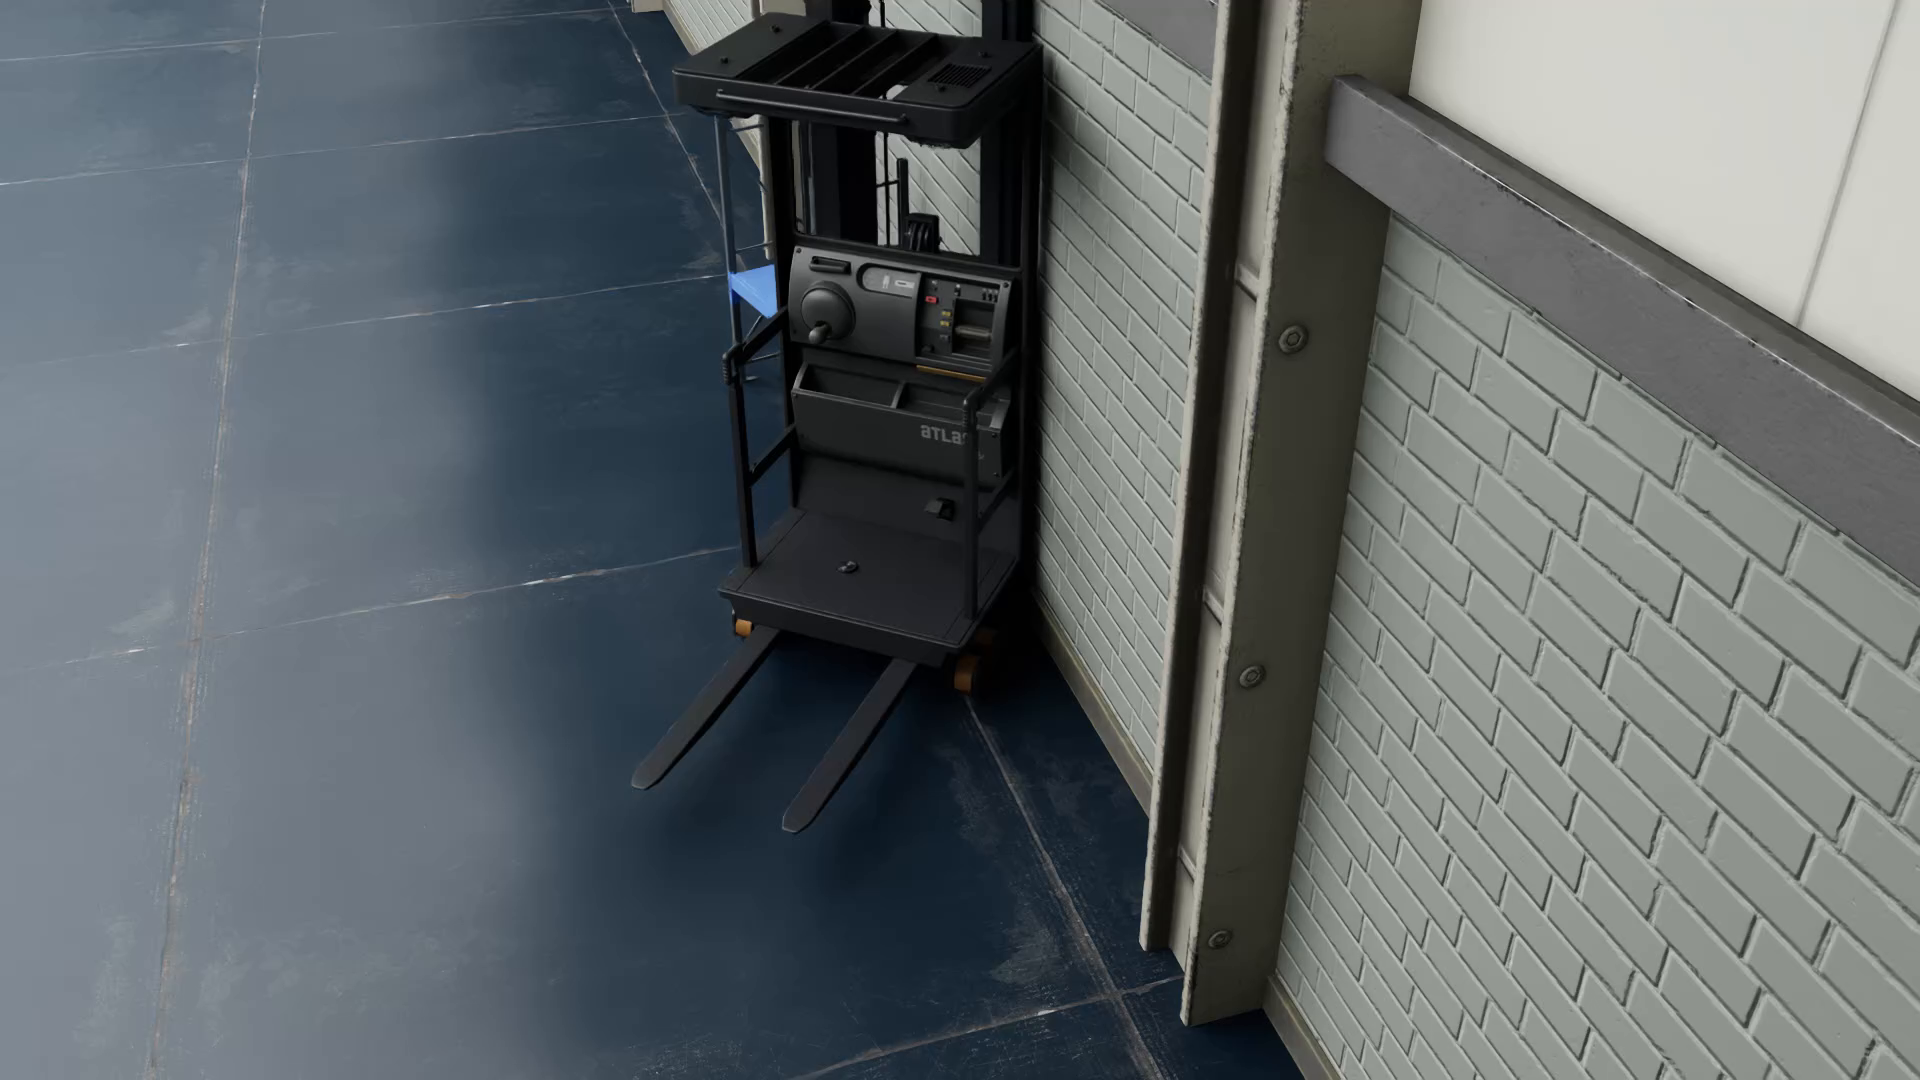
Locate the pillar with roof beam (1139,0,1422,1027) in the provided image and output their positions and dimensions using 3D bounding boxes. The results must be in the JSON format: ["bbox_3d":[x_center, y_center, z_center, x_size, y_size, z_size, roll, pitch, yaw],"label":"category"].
[{"bbox_3d":[-3.283,-1.587,1.988,9.100,9.000,0.400,-10,35,-15],"label":"pillar with roof beam"}]

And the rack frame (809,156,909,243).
[{"bbox_3d":[-0.462,-1.077,8.020,0.500,1.500,0.032,-19,38,-26],"label":"rack frame"}]

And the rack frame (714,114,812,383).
[{"bbox_3d":[-0.997,-1.554,8.741,0.500,1.500,0.032,-19,38,-26],"label":"rack frame"}]

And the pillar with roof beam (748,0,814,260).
[{"bbox_3d":[-5.113,-4.737,6.756,9.100,9.000,0.400,-10,35,-15],"label":"pillar with roof beam"}]

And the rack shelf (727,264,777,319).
[{"bbox_3d":[-0.730,-1.165,8.480,0.538,0.185,1.000,-19,38,-26],"label":"rack shelf"}]

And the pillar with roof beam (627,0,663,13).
[{"bbox_3d":[-6.943,-7.887,11.523,9.100,9.000,0.400,-10,35,-15],"label":"pillar with roof beam"}]

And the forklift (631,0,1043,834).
[{"bbox_3d":[-0.320,-0.857,6.388,1.130,2.935,3.031,12,35,18],"label":"forklift"}]

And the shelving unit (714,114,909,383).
[{"bbox_3d":[-0.730,-1.315,8.380,0.538,1.500,1.048,-19,38,-26],"label":"shelving unit"}]
